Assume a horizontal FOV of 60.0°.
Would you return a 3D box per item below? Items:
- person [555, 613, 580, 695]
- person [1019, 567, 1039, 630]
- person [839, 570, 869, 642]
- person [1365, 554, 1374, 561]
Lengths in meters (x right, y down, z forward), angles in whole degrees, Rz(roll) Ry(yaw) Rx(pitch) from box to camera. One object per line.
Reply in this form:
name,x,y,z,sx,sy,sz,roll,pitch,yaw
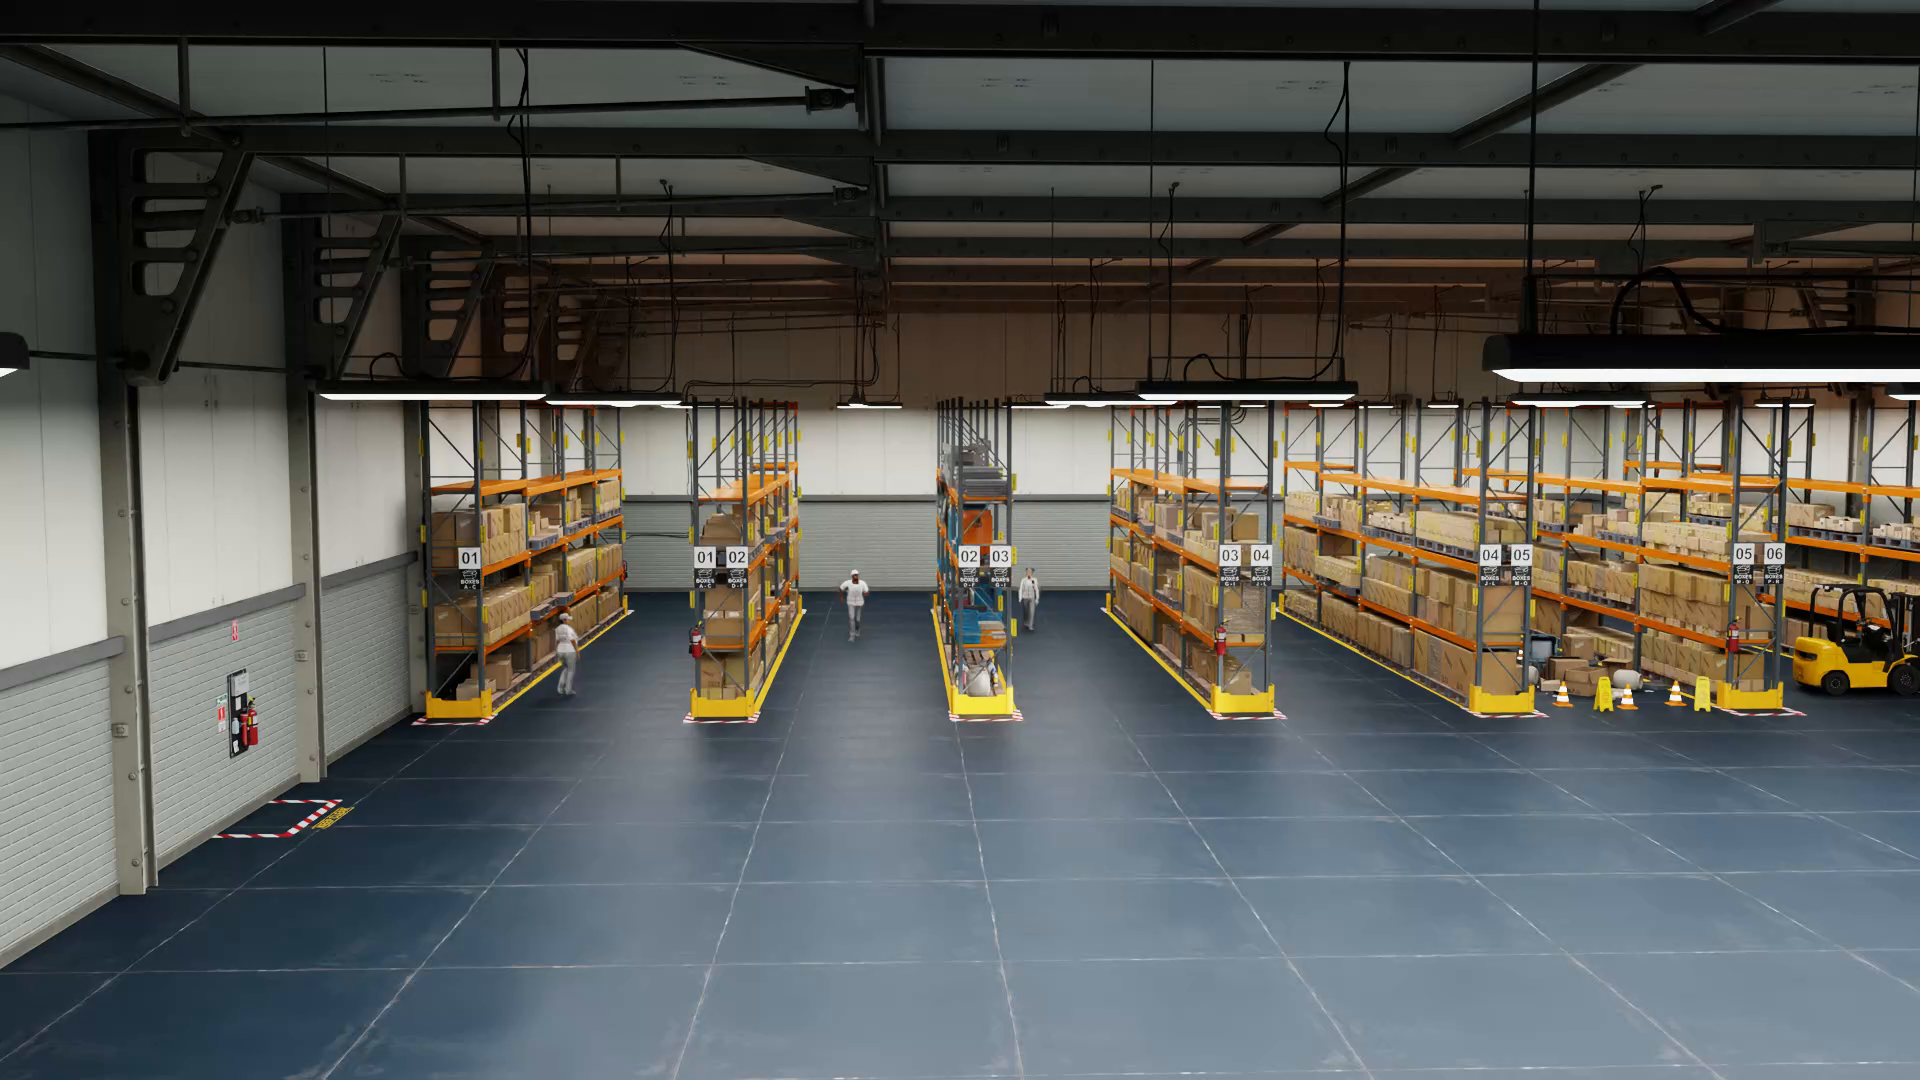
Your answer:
person,-7.874,2.292,33.546,0.507,1.663,0.443,3,5,33
person,1.816,1.528,43.651,0.529,1.645,0.963,0,4,4
person,-2.636,1.611,41.476,0.761,1.737,0.994,0,4,-5
person,11.366,1.256,46.467,0.605,1.765,0.580,1,4,9
